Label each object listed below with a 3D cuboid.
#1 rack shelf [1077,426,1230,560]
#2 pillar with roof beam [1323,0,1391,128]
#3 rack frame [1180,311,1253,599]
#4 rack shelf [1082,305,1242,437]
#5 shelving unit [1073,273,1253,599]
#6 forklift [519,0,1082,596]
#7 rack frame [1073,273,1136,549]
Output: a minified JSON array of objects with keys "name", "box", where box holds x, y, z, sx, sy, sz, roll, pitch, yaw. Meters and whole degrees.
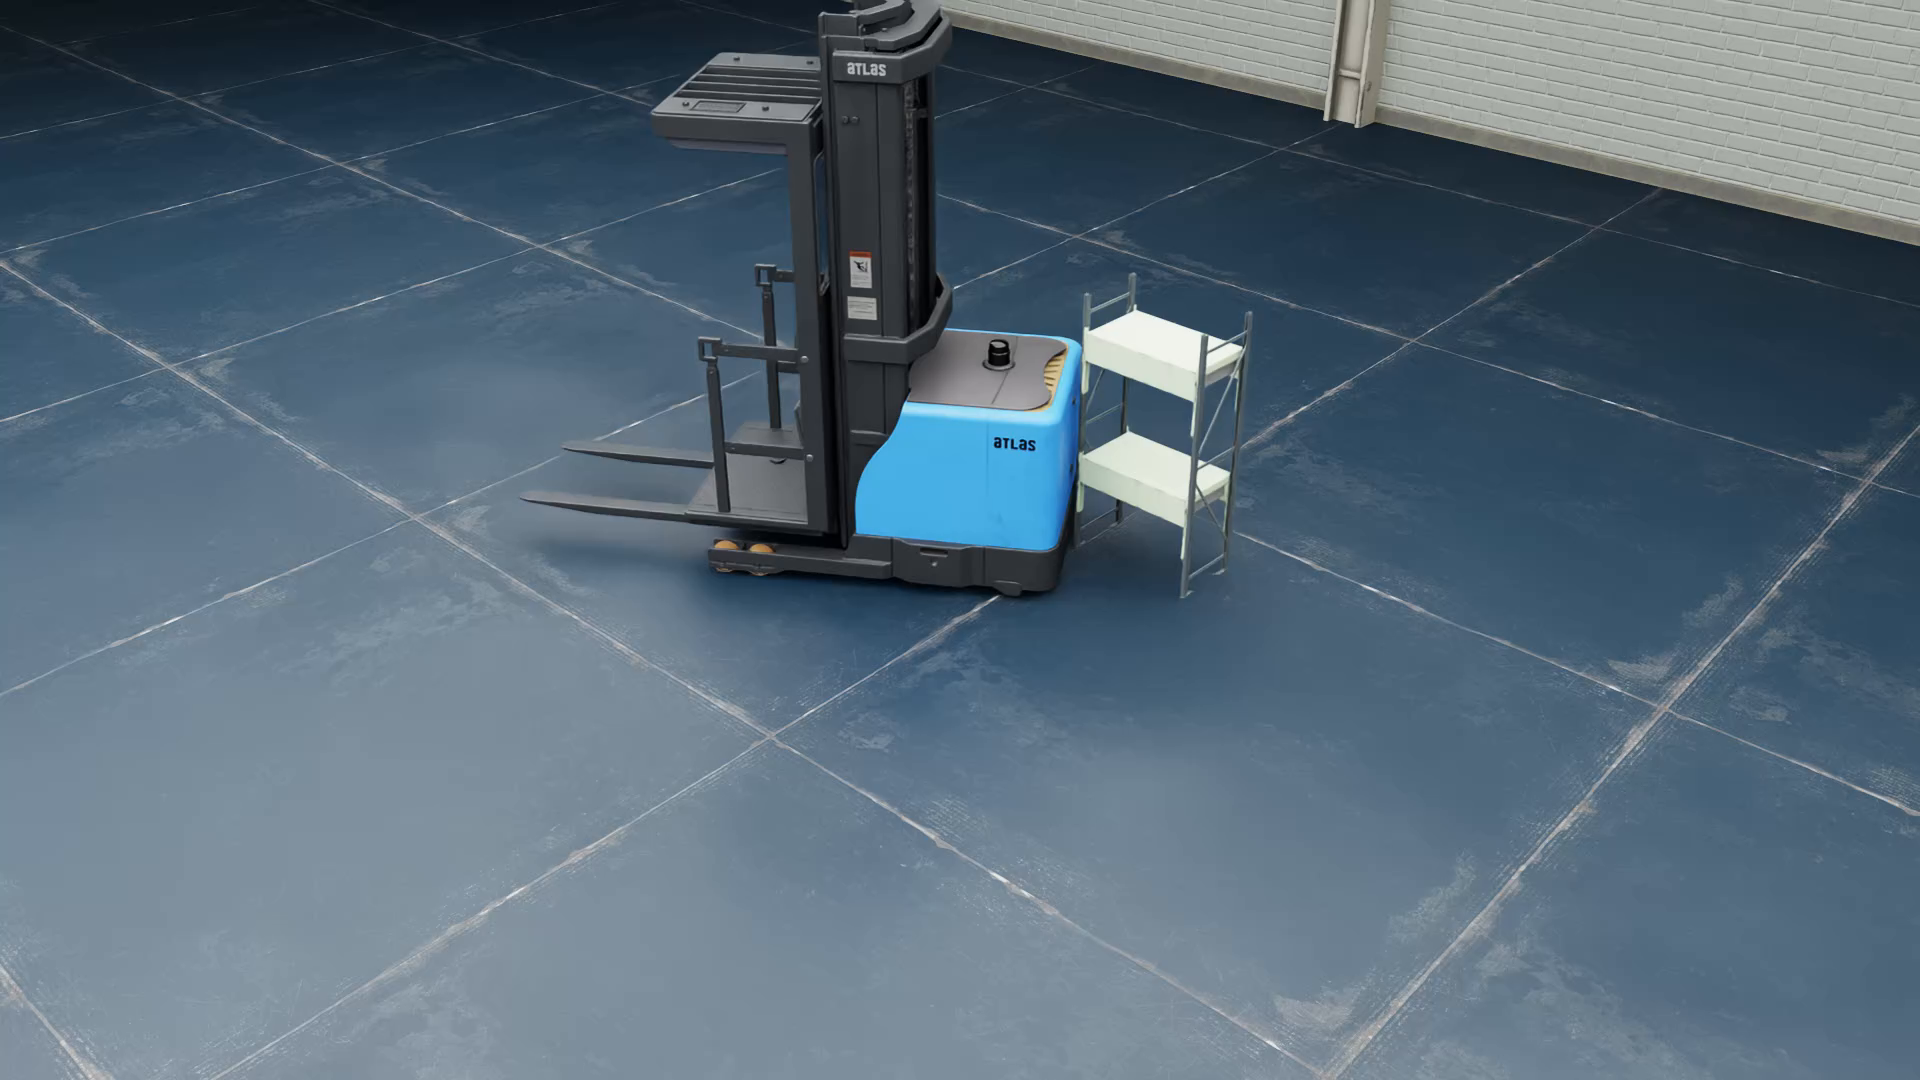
[{"name":"rack shelf","box":[1.036,-0.260,8.860,0.720,0.370,0.431,26,40,36]},{"name":"pillar with roof beam","box":[0.840,-6.227,10.869,0.400,9.000,9.100,25,39,35]},{"name":"rack frame","box":[1.301,-0.409,8.476,0.023,1.500,0.400,26,40,36]},{"name":"rack shelf","box":[1.036,-0.874,8.491,0.720,0.370,0.431,26,40,36]},{"name":"shelving unit","box":[1.036,-0.539,8.692,0.755,1.500,0.431,26,40,36]},{"name":"forklift","box":[-0.896,-1.325,8.608,3.031,2.935,1.130,5,31,9]},{"name":"rack frame","box":[0.771,-0.670,8.908,0.023,1.500,0.400,26,40,36]}]
